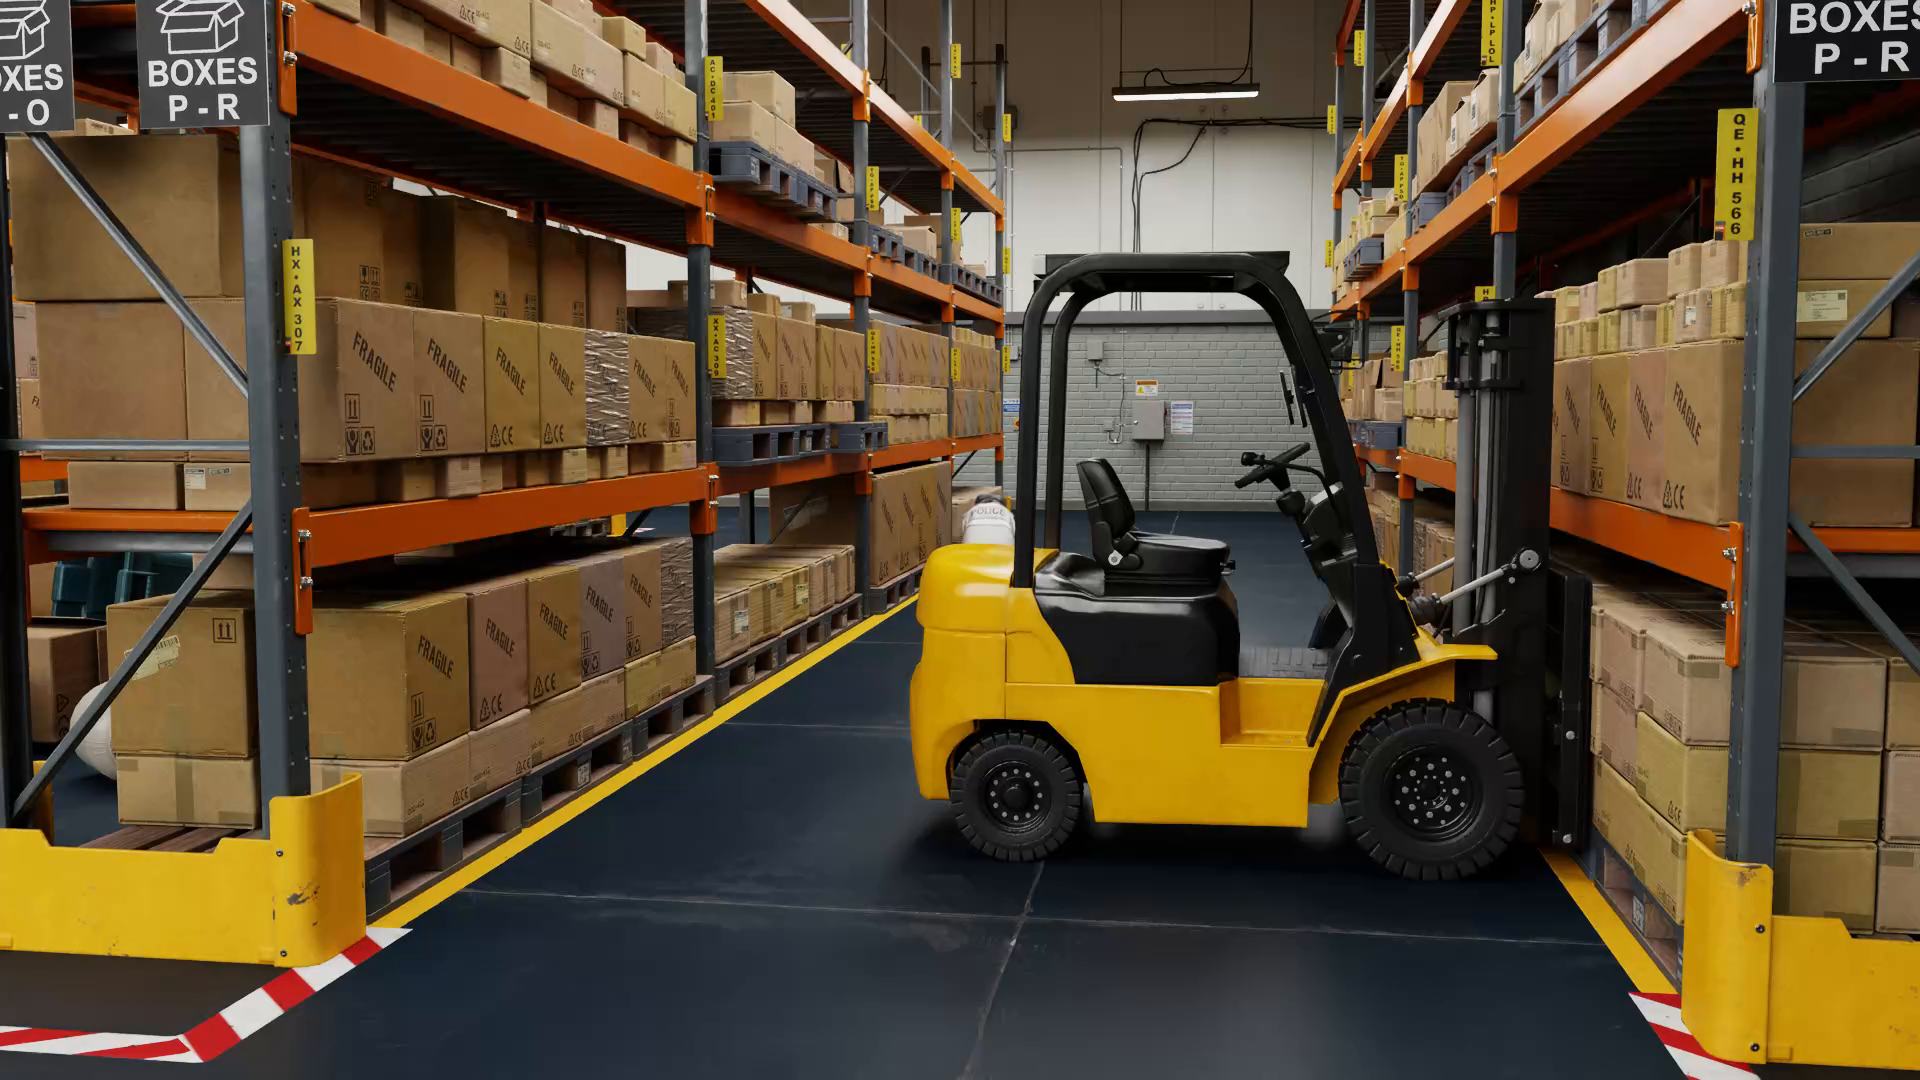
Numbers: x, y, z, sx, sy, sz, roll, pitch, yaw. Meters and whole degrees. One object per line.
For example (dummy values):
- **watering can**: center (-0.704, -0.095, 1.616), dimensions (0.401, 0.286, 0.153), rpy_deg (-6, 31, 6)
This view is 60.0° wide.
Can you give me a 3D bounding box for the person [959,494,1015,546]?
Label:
- **person**: center (0.215, 0.162, 12.217), dimensions (0.470, 0.977, 0.912), rpy_deg (1, 5, 7)
